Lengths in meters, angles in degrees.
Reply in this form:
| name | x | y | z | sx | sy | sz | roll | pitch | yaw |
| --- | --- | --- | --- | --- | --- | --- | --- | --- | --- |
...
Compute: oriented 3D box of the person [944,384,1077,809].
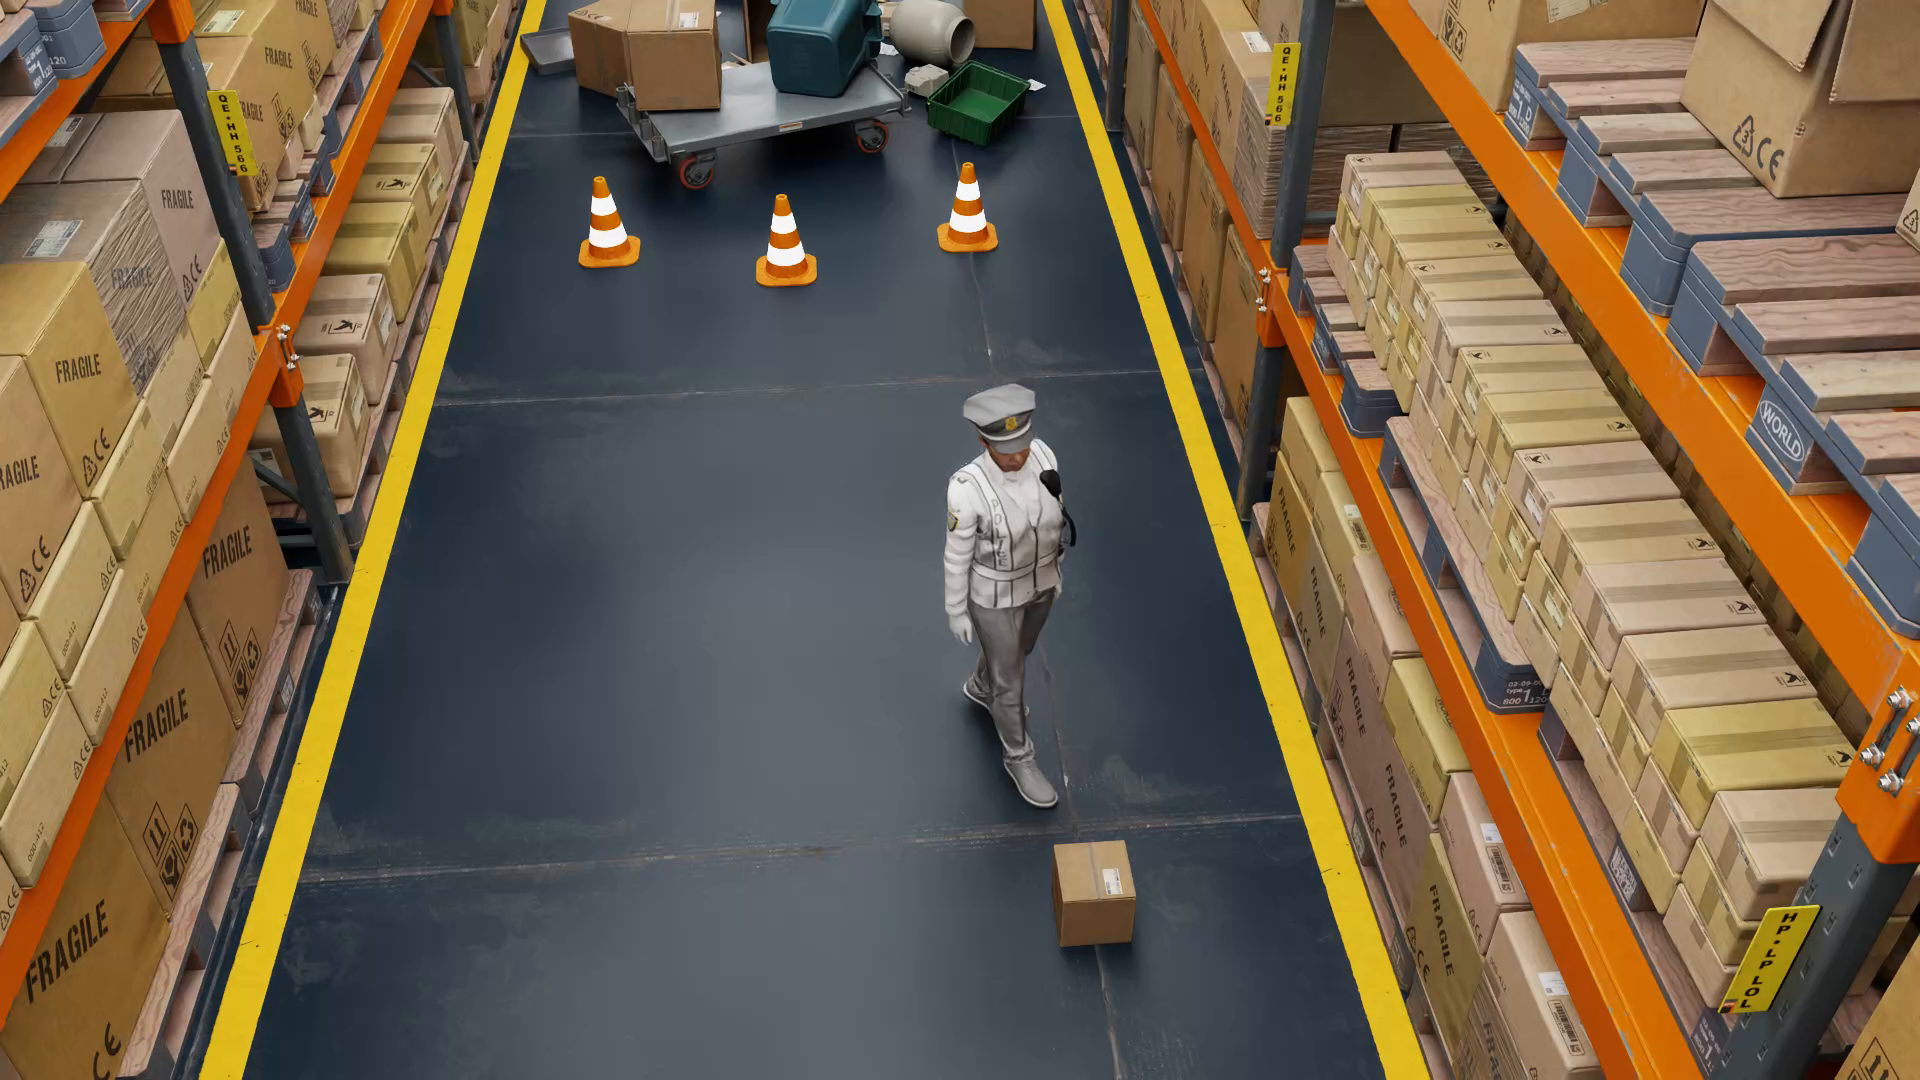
| name | x | y | z | sx | sy | sz | roll | pitch | yaw |
| --- | --- | --- | --- | --- | --- | --- | --- | --- | --- |
| person | 0.185 | 0.176 | 5.925 | 0.516 | 1.668 | 0.659 | -27 | 47 | -29 |
